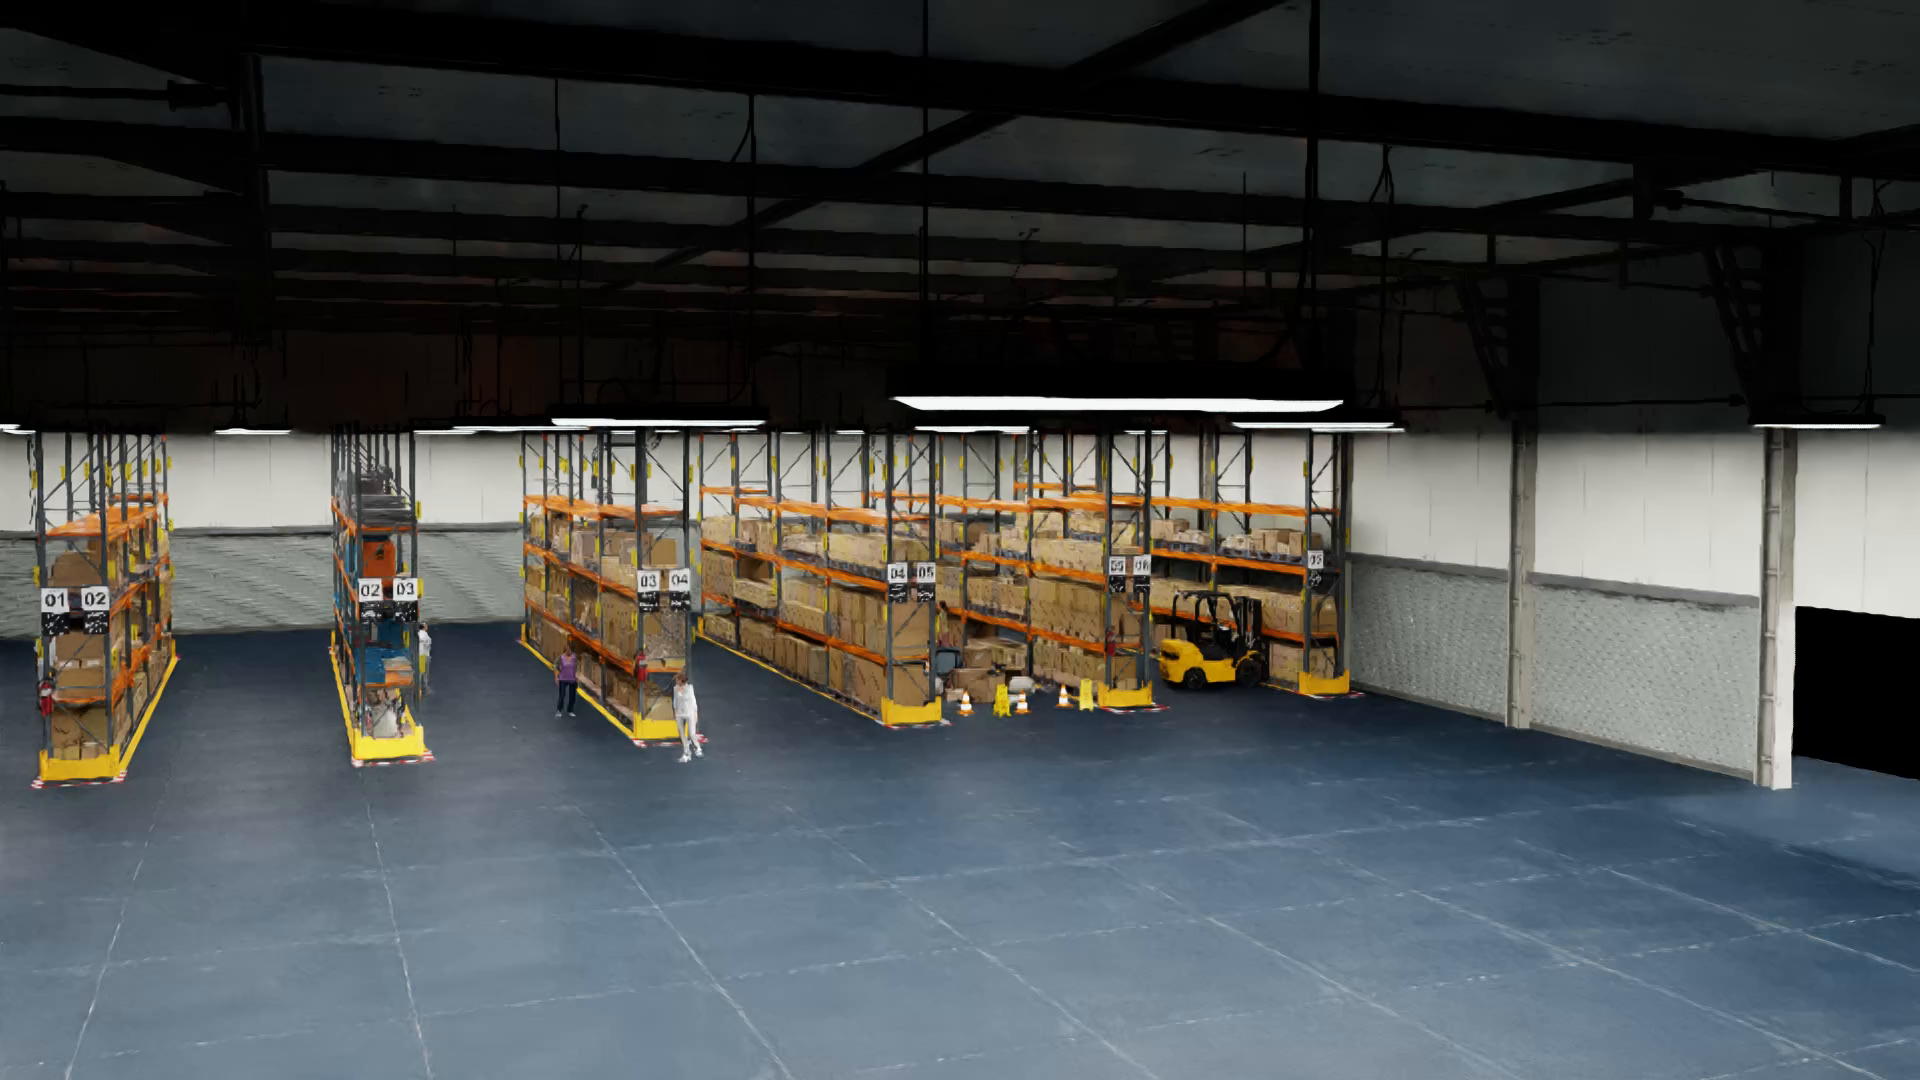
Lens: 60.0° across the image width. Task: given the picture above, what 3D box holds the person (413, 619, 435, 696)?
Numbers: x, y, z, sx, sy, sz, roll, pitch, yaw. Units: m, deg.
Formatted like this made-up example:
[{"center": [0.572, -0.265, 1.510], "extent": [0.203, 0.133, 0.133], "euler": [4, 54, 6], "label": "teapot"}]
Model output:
[{"center": [-11.871, 2.587, 36.763], "extent": [0.452, 1.676, 0.602], "euler": [-1, 4, -14], "label": "person"}]

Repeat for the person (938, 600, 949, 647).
[{"center": [-0.461, 2.305, 41.099], "extent": [0.564, 1.666, 0.560], "euler": [0, 4, 1], "label": "person"}]

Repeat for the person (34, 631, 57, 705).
[{"center": [-19.461, 2.647, 35.528], "extent": [0.575, 1.689, 1.129], "euler": [-2, 4, -24], "label": "person"}]

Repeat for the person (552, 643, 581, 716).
[{"center": [-8.006, 2.843, 33.859], "extent": [0.564, 1.541, 0.519], "euler": [-2, 4, -24], "label": "person"}]

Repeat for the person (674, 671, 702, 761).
[{"center": [-4.827, 3.094, 29.394], "extent": [0.459, 1.585, 0.488], "euler": [1, 4, 16], "label": "person"}]
